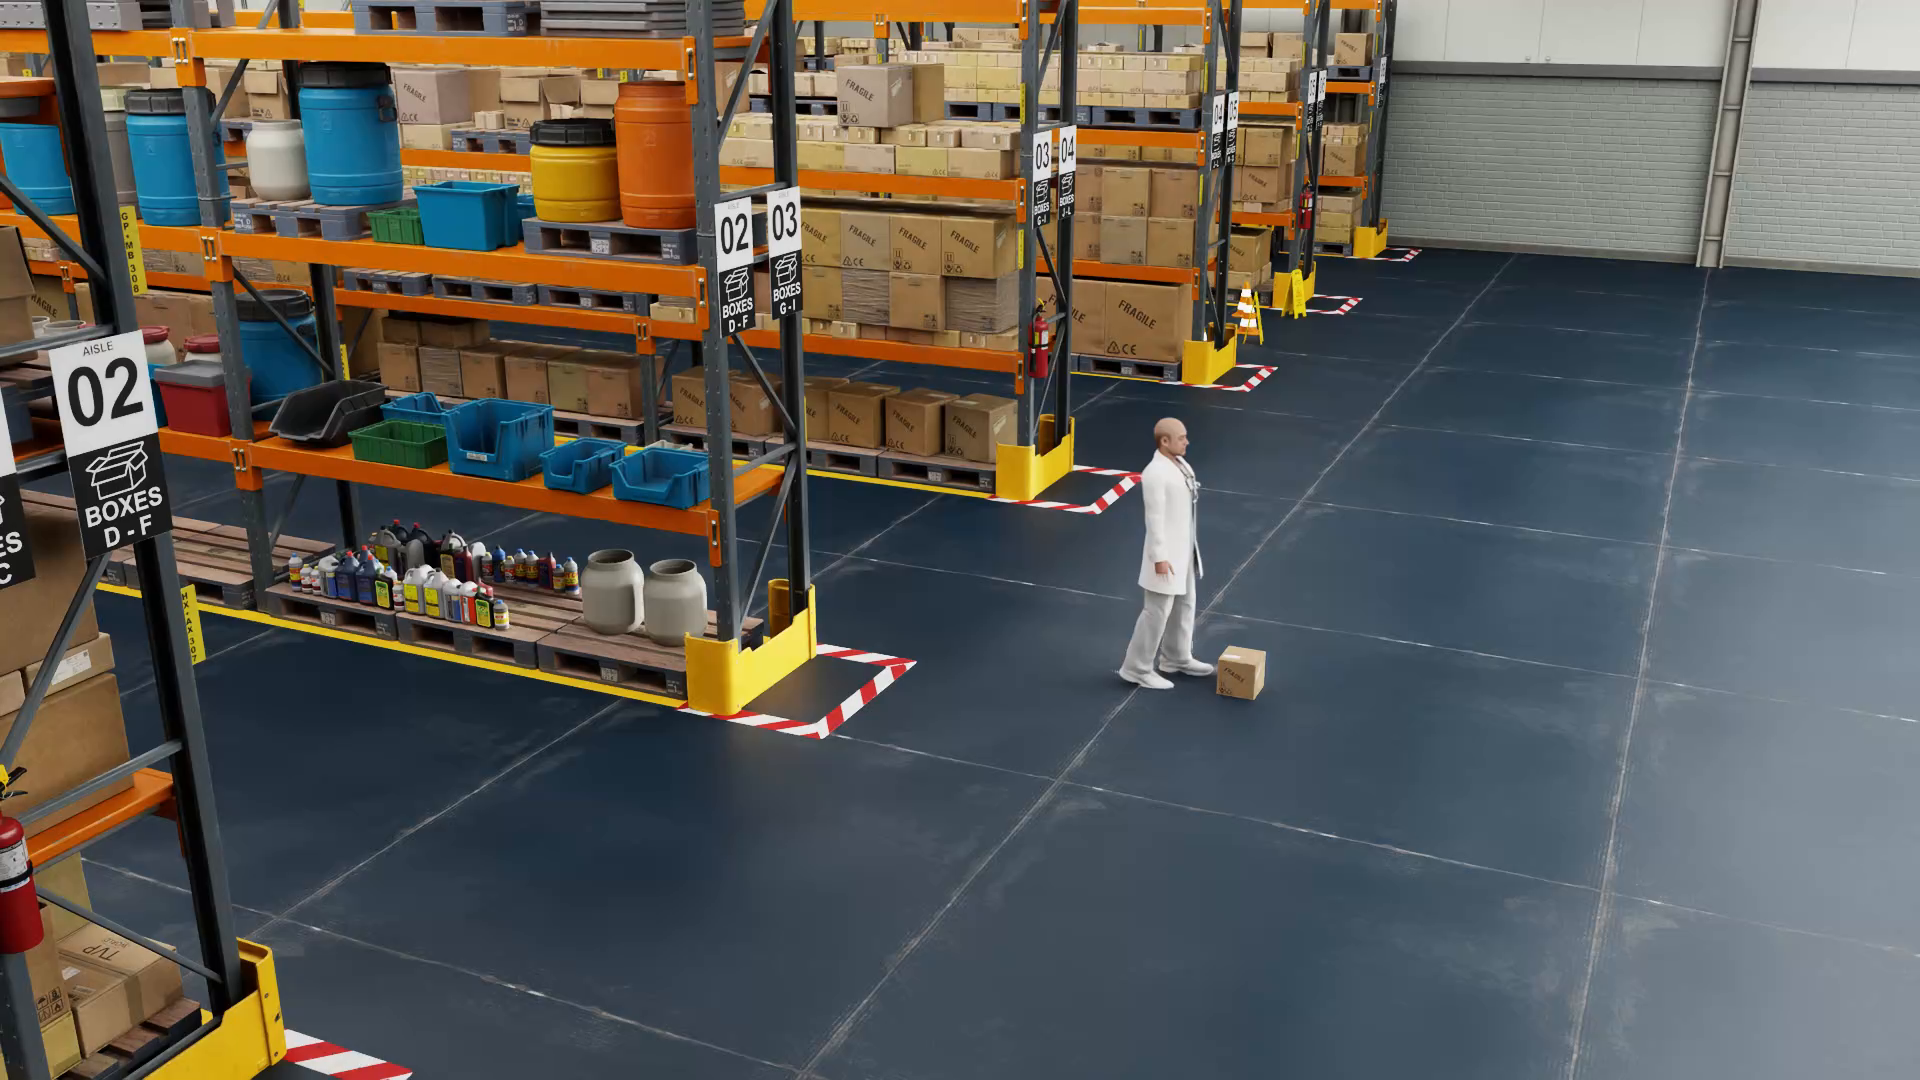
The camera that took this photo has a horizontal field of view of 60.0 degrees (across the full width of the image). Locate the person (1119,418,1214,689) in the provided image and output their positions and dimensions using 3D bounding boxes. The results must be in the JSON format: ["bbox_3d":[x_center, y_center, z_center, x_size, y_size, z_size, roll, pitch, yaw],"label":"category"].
[{"bbox_3d":[1.393,0.088,10.870,0.557,1.811,0.583,9,21,24],"label":"person"}]
